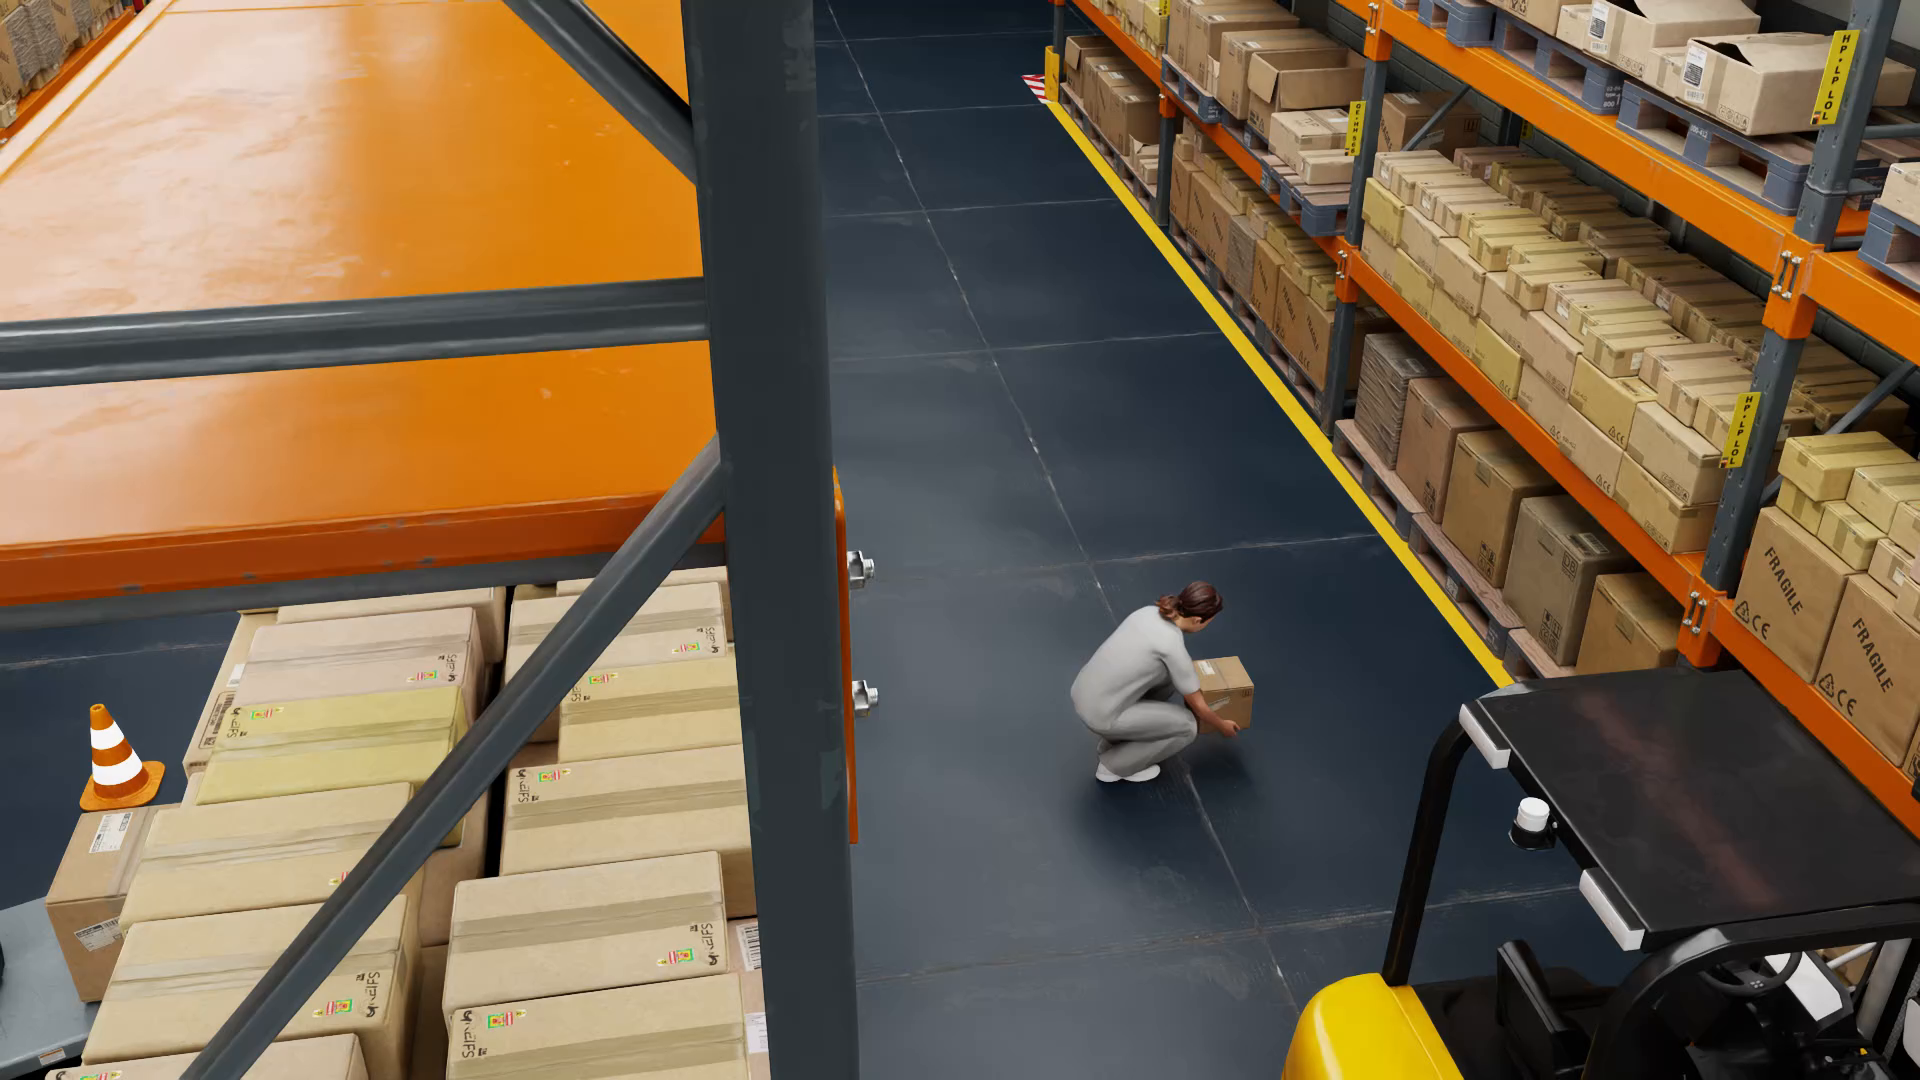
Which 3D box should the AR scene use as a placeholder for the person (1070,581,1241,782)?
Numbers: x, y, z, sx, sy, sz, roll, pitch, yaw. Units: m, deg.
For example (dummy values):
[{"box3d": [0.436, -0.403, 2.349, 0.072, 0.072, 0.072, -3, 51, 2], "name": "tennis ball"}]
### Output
[{"box3d": [0.914, 0.647, 7.776, 0.794, 0.939, 0.471, -6, 31, -9], "name": "person"}]
